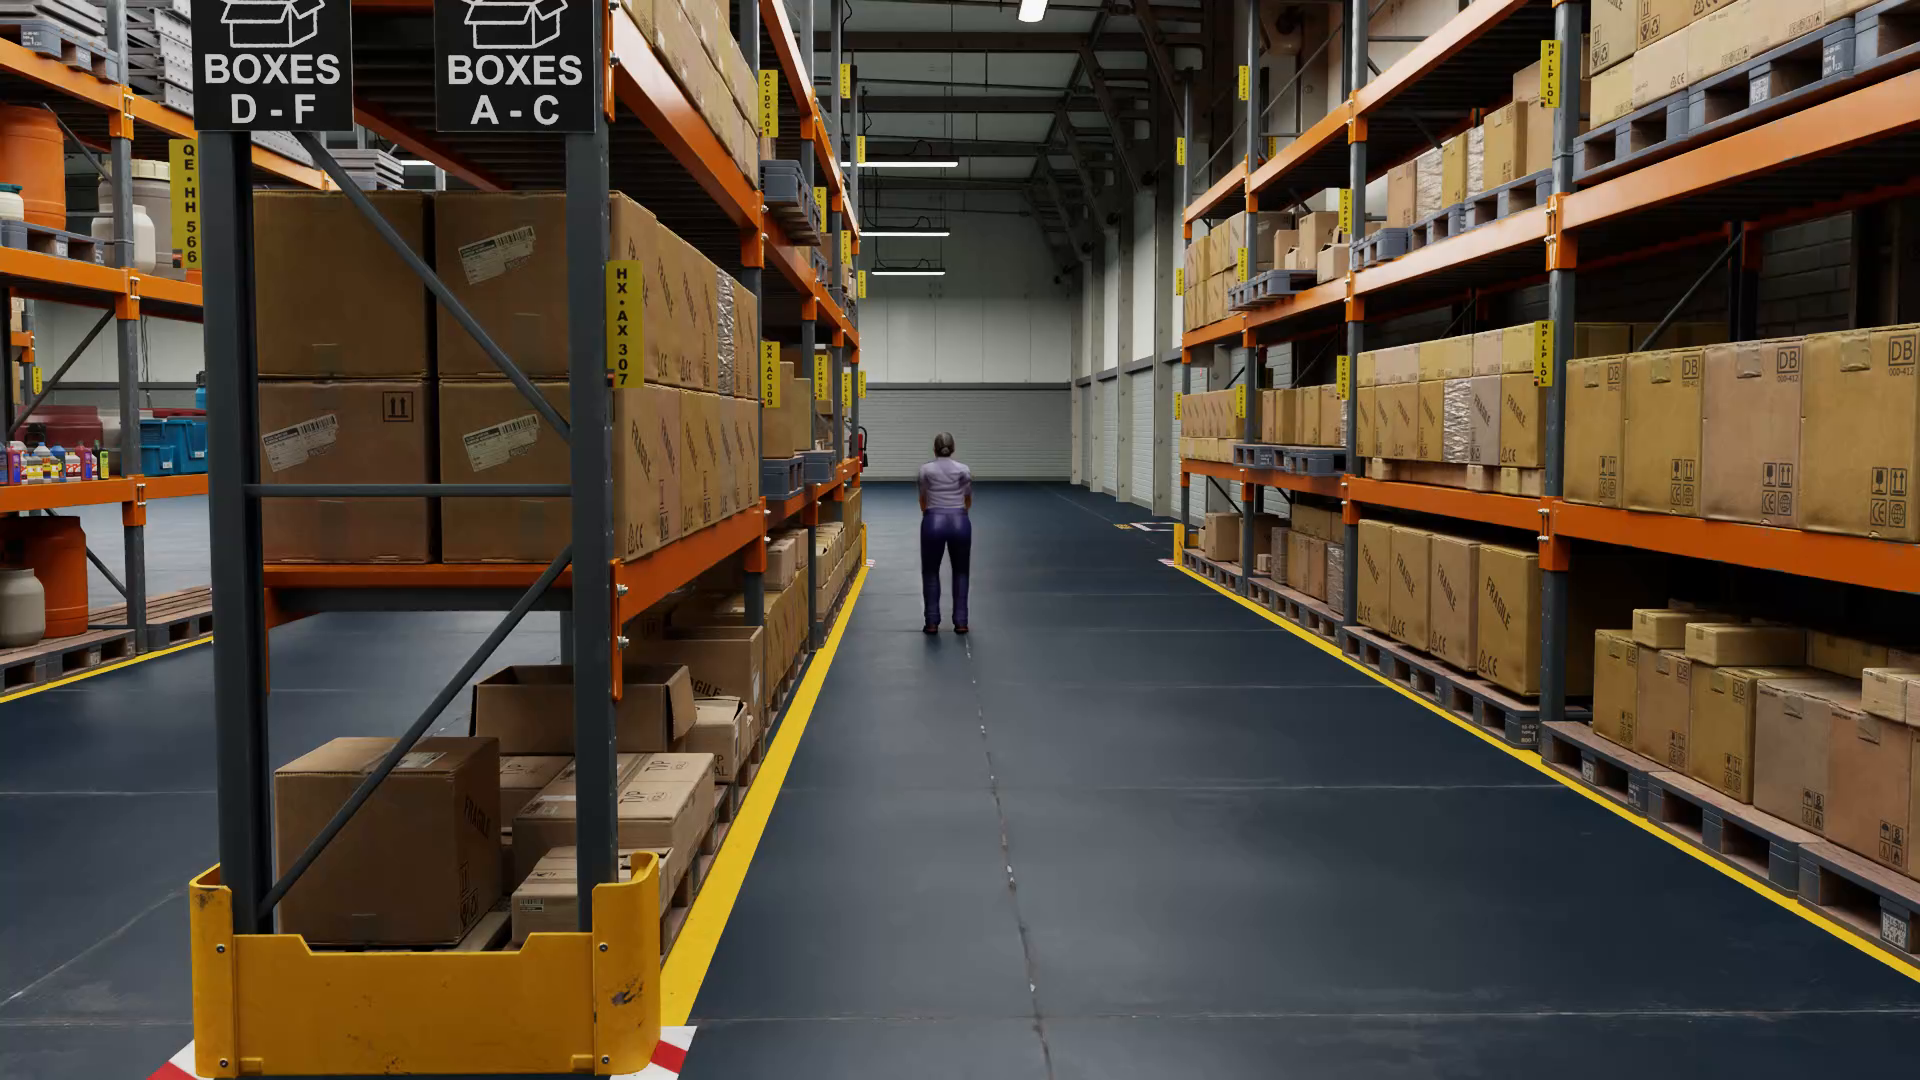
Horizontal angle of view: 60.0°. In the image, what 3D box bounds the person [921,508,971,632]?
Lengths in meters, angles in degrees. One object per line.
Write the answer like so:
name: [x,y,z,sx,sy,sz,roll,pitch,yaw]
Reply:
person: [-0.114,0.249,13.555,0.412,1.030,0.413,0,4,-2]
